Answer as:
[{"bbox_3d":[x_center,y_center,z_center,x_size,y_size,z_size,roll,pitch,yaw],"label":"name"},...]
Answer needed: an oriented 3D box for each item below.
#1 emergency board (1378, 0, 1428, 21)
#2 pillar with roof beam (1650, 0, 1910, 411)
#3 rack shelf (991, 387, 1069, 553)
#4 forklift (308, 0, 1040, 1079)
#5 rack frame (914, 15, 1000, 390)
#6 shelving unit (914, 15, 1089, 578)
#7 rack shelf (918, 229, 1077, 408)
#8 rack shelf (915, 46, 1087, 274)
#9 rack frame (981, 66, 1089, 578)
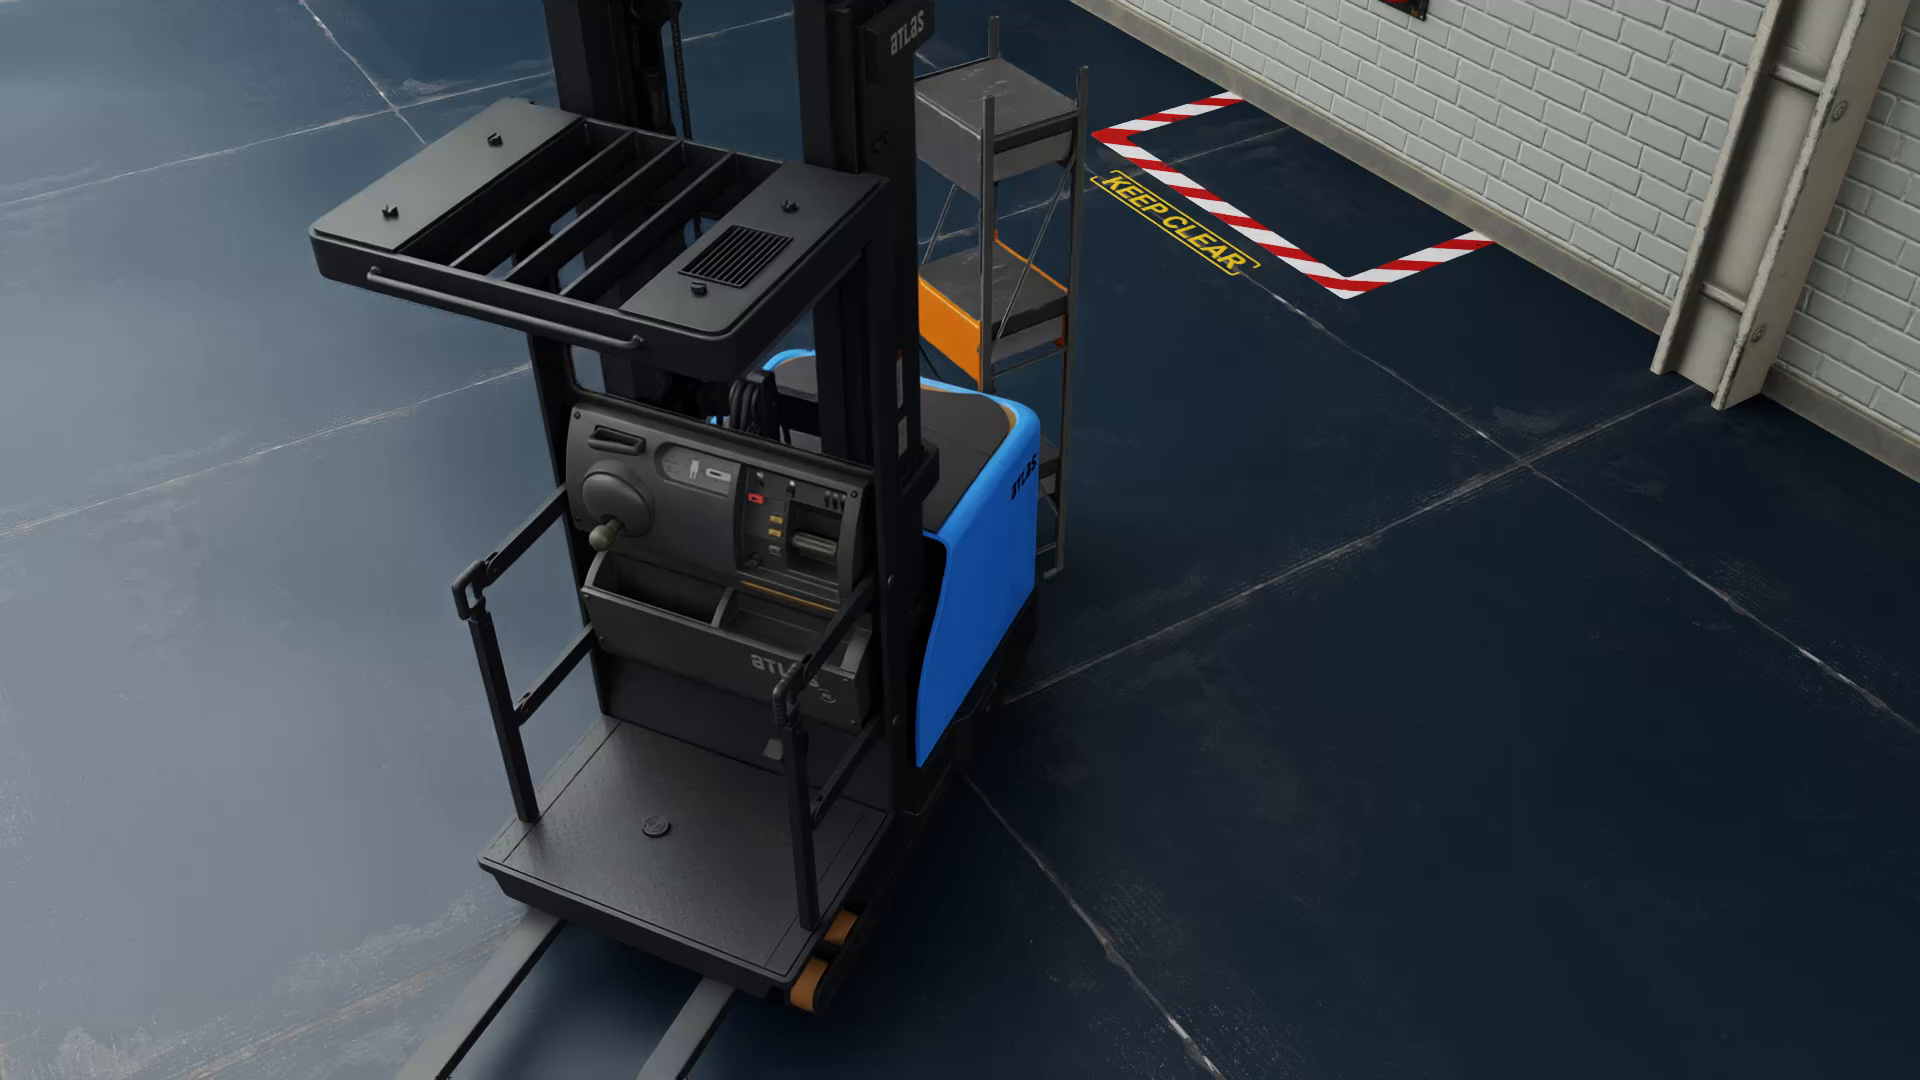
[{"bbox_3d":[2.131,-3.236,8.290,0.194,1.169,0.643,-22,45,-24],"label":"emergency board"},{"bbox_3d":[-0.202,-2.712,2.975,9.100,9.000,0.400,-22,45,-24],"label":"pillar with roof beam"},{"bbox_3d":[0.102,-0.201,6.466,0.431,0.518,0.480,-24,45,-26],"label":"rack shelf"},{"bbox_3d":[-0.780,-0.019,4.483,1.130,2.935,3.031,16,42,18],"label":"forklift"},{"bbox_3d":[-0.036,-0.879,6.164,0.400,2.100,0.015,-24,45,-26],"label":"rack frame"},{"bbox_3d":[0.102,-0.750,6.010,0.431,2.100,0.503,-24,45,-26],"label":"shelving unit"},{"bbox_3d":[0.102,-0.740,6.018,0.431,0.518,0.480,-24,45,-26],"label":"rack shelf"},{"bbox_3d":[0.102,-1.278,5.571,0.431,0.518,0.480,-24,45,-26],"label":"rack shelf"},{"bbox_3d":[0.240,-0.621,5.855,0.400,2.100,0.015,-24,45,-26],"label":"rack frame"}]
